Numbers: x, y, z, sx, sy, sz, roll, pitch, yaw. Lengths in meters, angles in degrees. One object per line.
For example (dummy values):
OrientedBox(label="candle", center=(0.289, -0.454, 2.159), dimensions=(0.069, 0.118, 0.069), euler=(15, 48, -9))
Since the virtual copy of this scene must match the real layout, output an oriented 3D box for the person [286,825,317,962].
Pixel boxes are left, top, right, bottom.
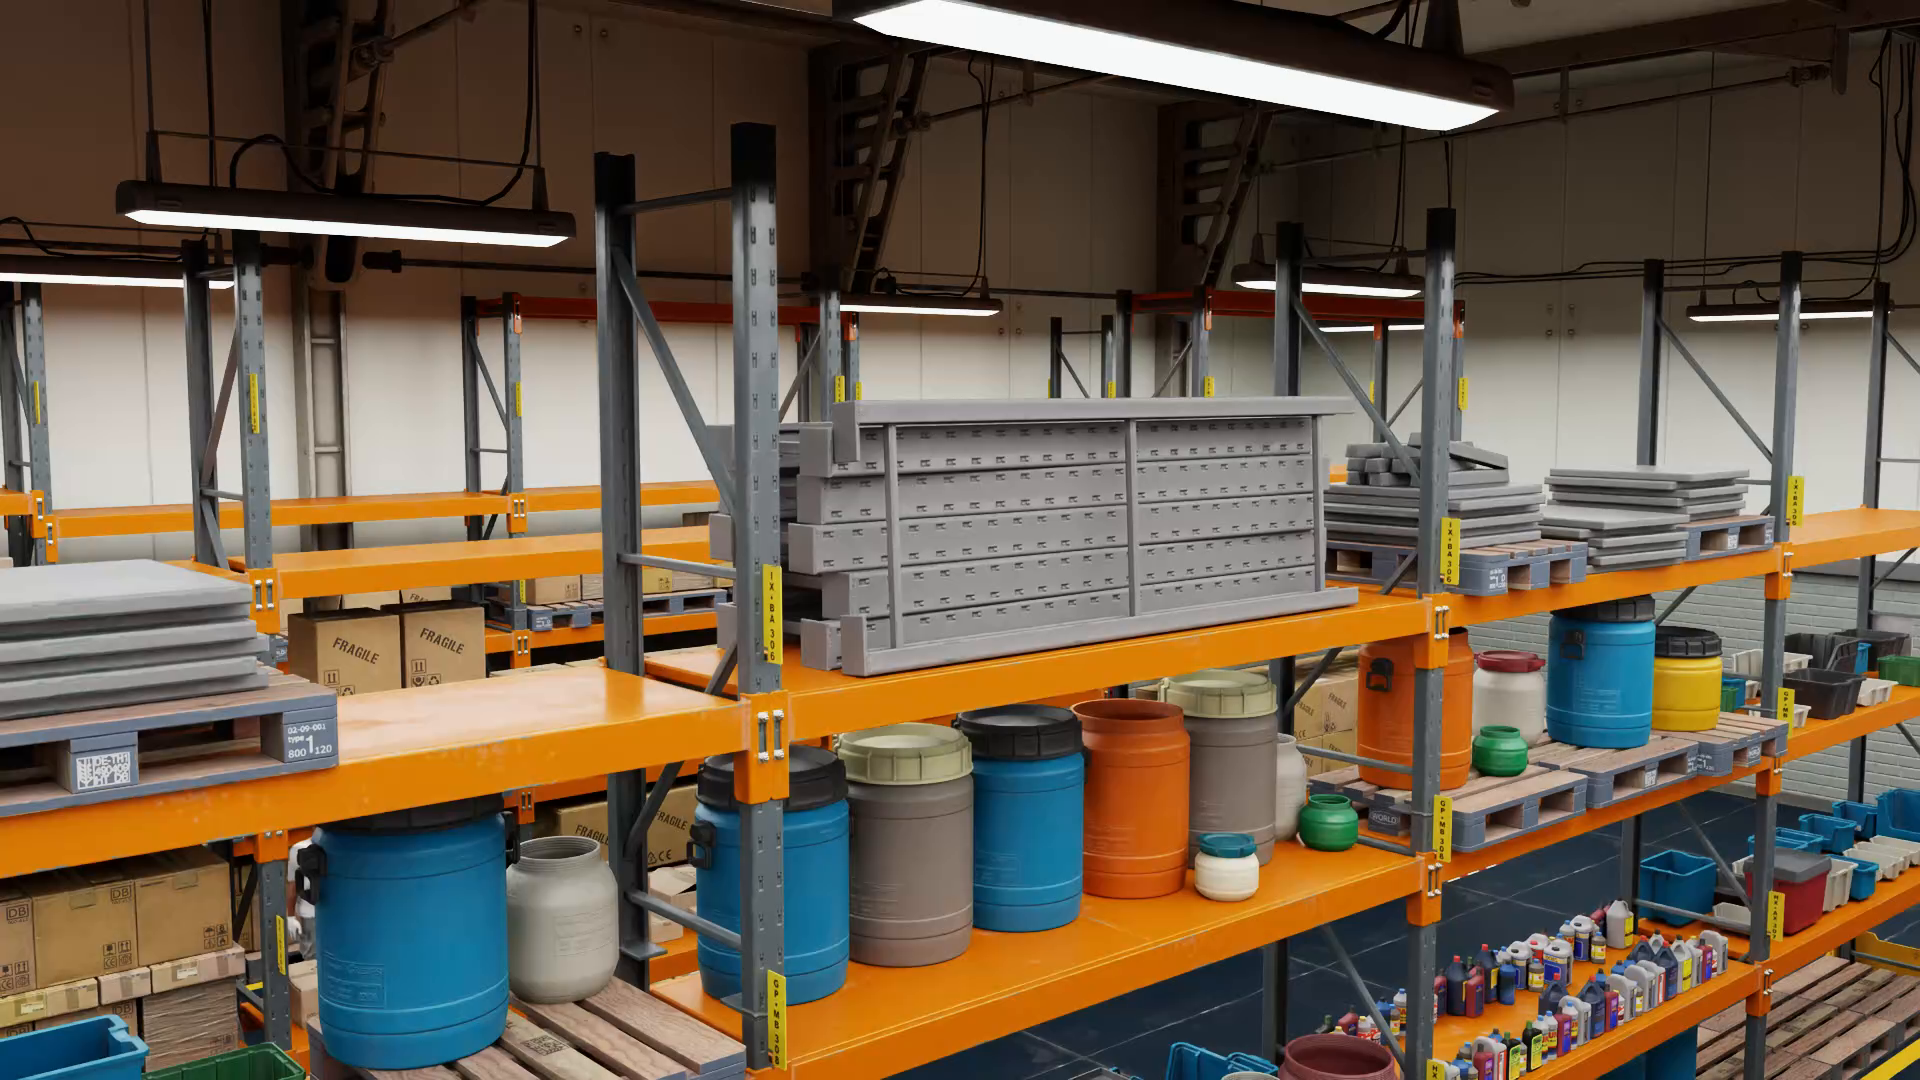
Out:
OrientedBox(label="person", center=(-5.086, 3.022, 13.371), dimensions=(0.512, 1.800, 0.614), euler=(4, 7, 38))
